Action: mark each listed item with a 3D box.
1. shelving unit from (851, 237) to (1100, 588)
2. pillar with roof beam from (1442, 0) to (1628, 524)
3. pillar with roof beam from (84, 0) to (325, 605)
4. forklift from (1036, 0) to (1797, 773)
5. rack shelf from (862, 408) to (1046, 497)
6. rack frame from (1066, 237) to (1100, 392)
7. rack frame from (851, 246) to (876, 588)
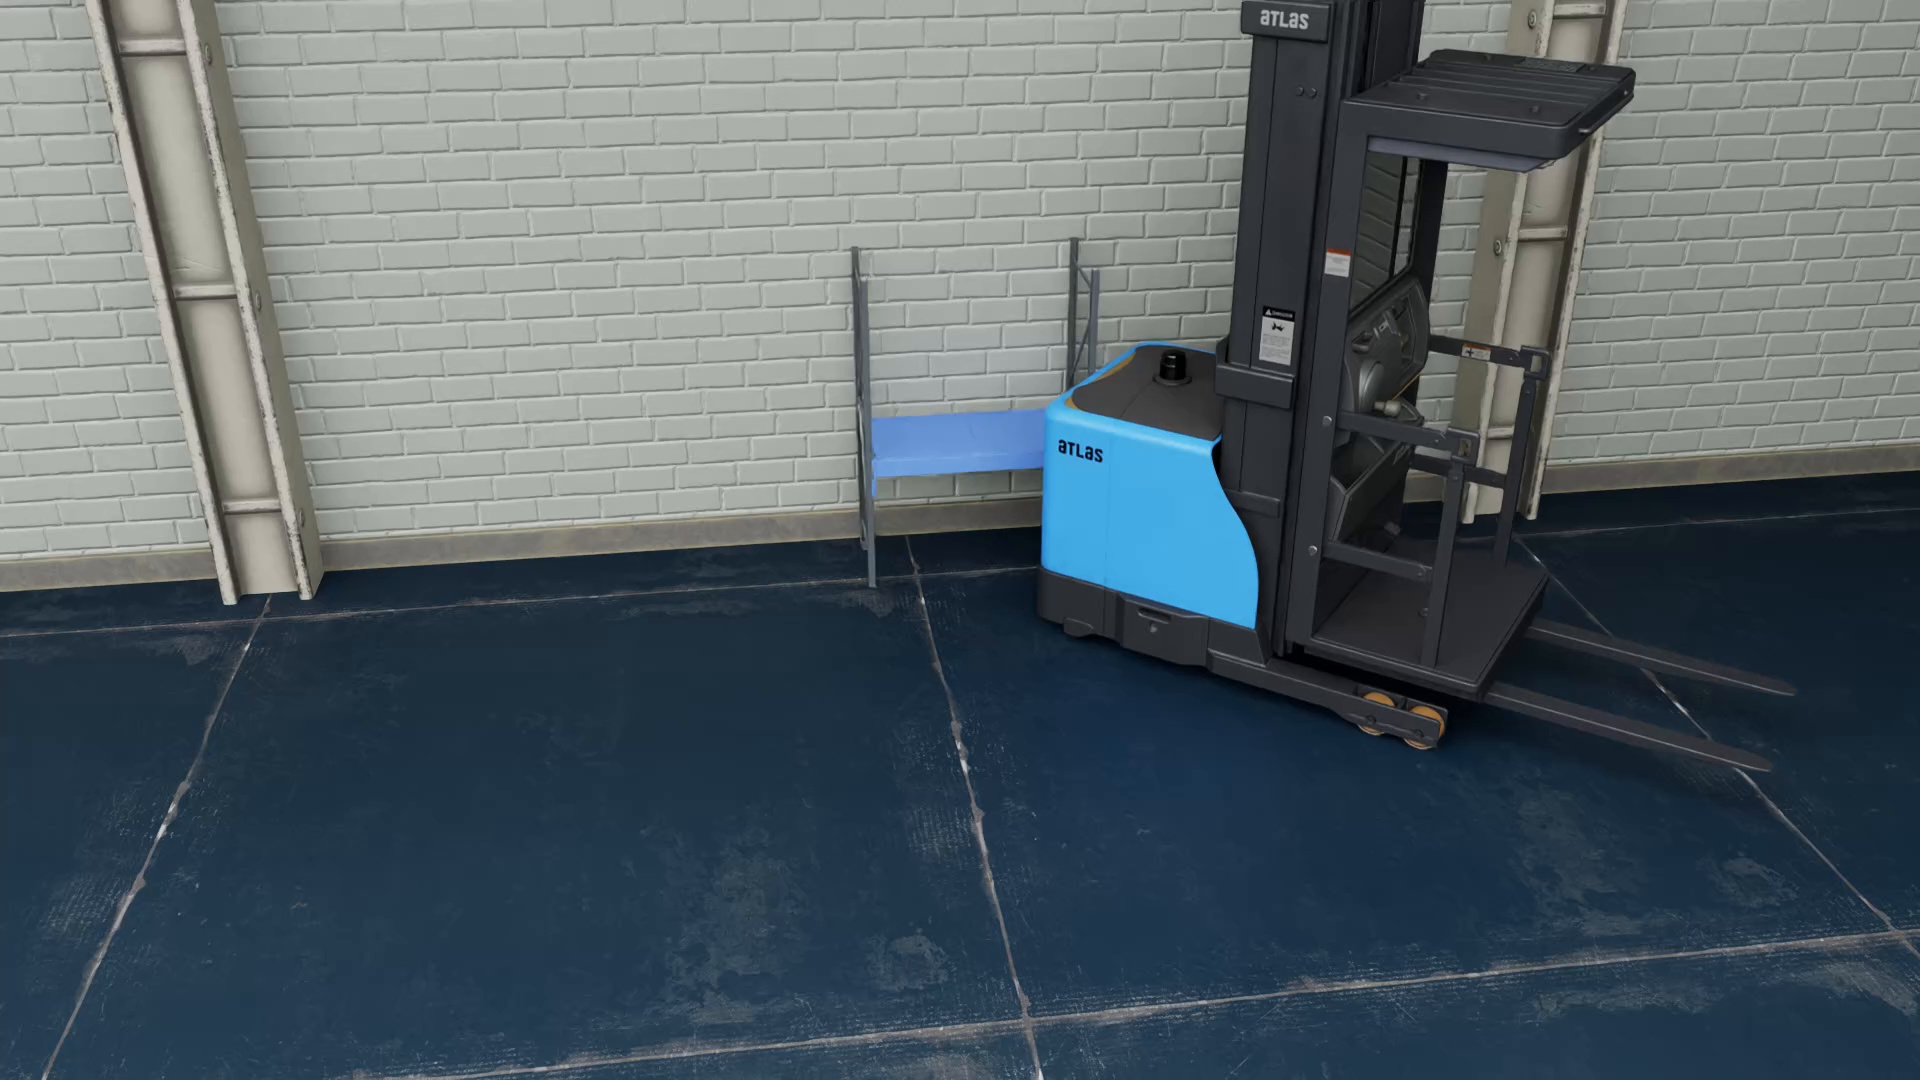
[{"bbox_3d":[0.058,-0.588,7.750,1.048,1.500,0.538,-4,28,-7],"label":"shelving unit"},{"bbox_3d":[3.320,-2.223,2.724,0.400,9.000,9.100,-4,27,-7],"label":"pillar with roof beam"},{"bbox_3d":[-2.622,-1.841,1.981,0.400,9.000,9.100,-4,27,-7],"label":"pillar with roof beam"},{"bbox_3d":[1.866,-0.748,6.497,3.031,2.935,1.130,16,31,28],"label":"forklift"},{"bbox_3d":[0.058,-0.428,7.833,1.000,0.185,0.538,-4,28,-7],"label":"rack shelf"},{"bbox_3d":[0.561,-0.621,7.813,0.032,1.500,0.500,-4,28,-7],"label":"rack frame"},{"bbox_3d":[-0.445,-0.555,7.687,0.032,1.500,0.500,-4,28,-7],"label":"rack frame"}]
